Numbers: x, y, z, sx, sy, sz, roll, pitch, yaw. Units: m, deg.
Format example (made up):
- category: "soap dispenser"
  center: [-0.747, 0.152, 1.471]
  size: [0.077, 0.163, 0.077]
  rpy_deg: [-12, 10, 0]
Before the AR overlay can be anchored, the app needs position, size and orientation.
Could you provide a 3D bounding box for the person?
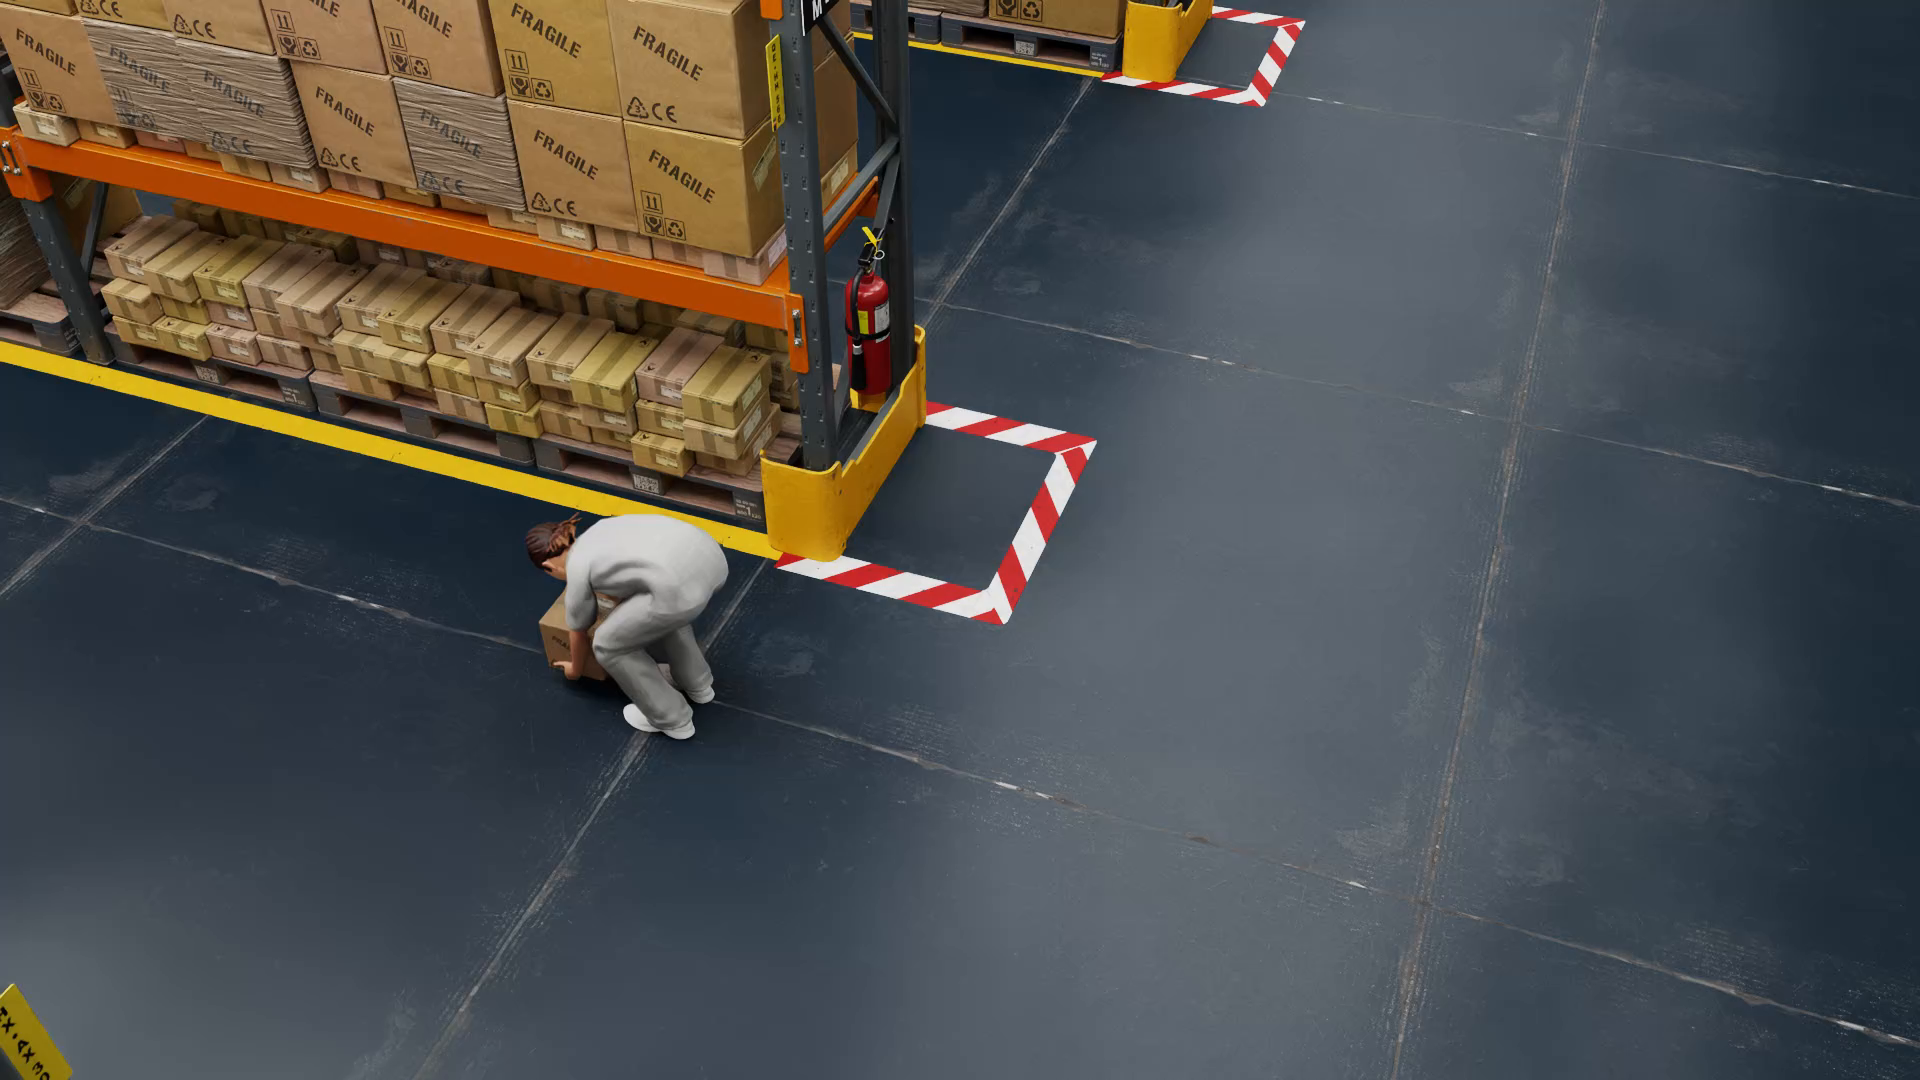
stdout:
- category: "person"
  center: [-1.277, 0.275, 6.405]
  size: [0.853, 0.937, 0.457]
  rpy_deg: [18, 45, 19]
